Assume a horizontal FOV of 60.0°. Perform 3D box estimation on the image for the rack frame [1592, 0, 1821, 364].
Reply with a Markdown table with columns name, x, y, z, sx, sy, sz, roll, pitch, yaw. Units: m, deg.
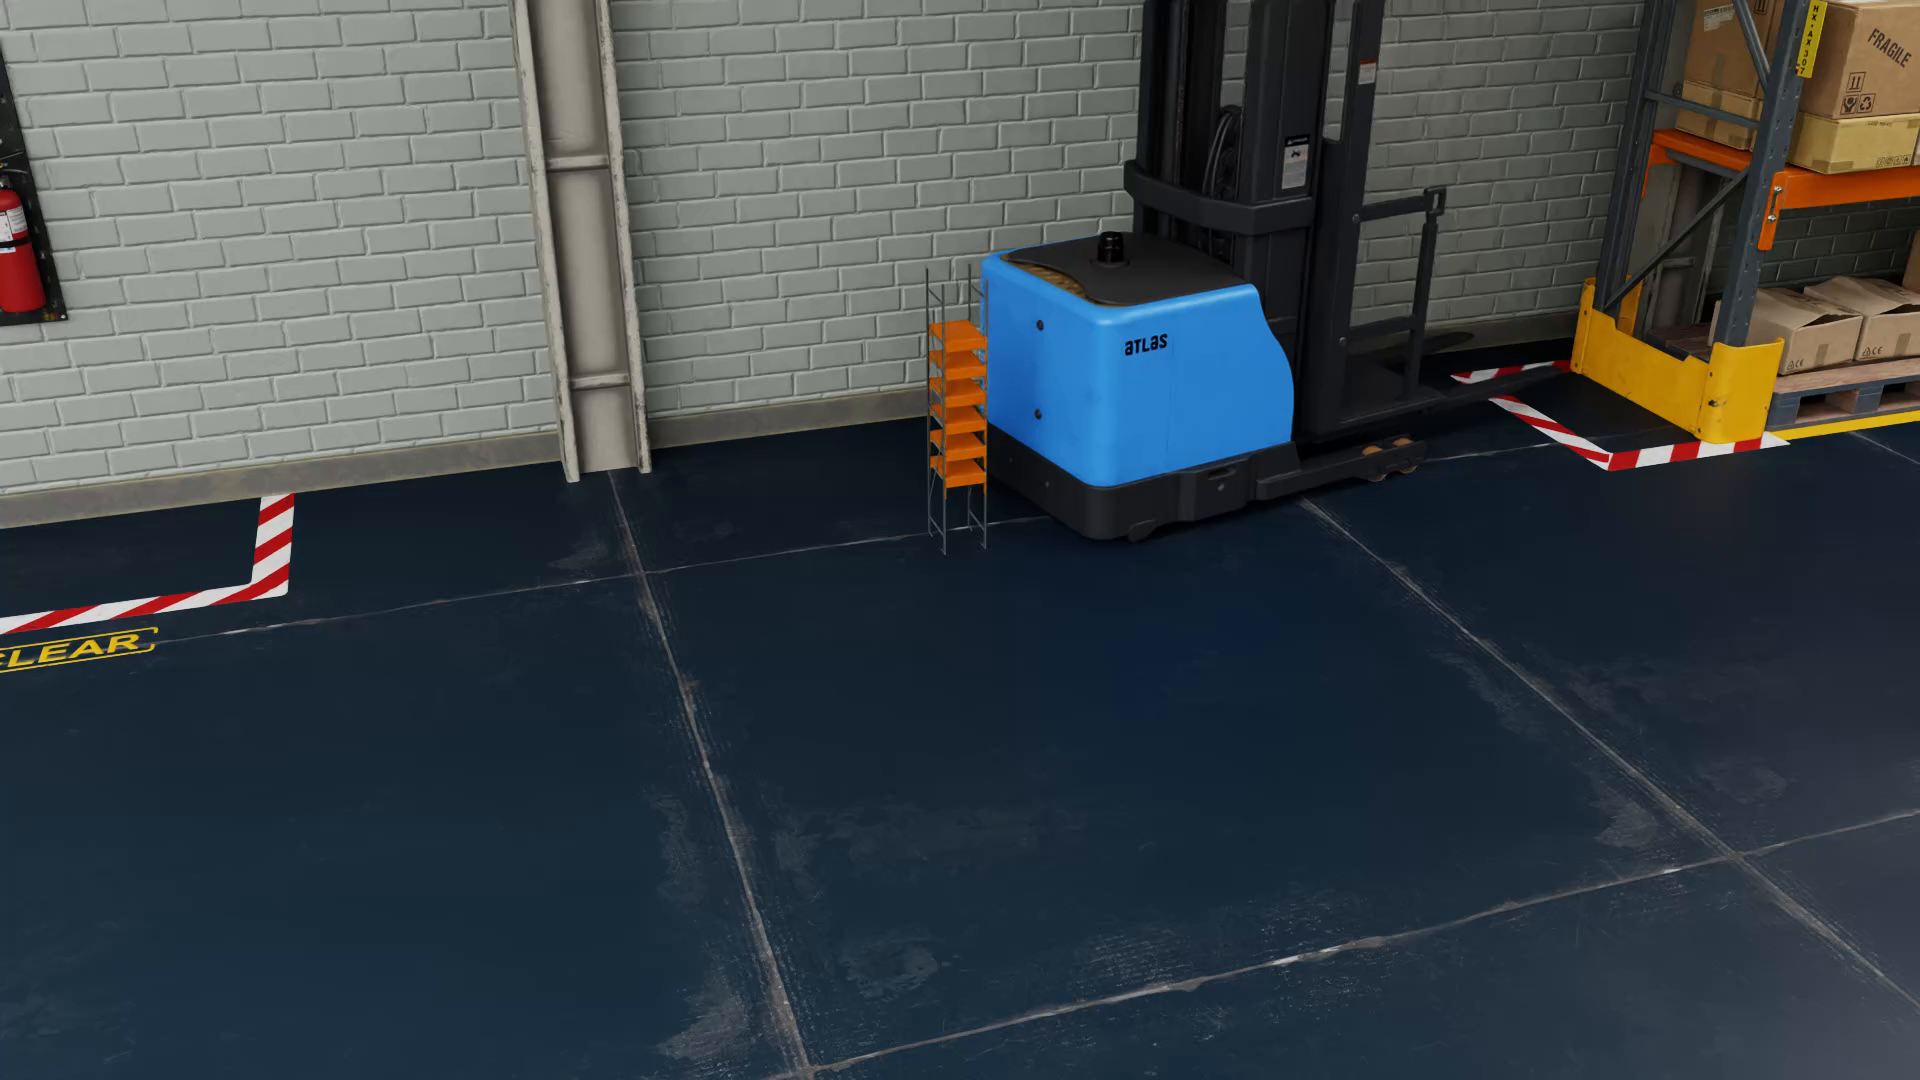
| name | x | y | z | sx | sy | sz | roll | pitch | yaw |
| --- | --- | --- | --- | --- | --- | --- | --- | --- | --- |
| rack frame | 3.610 | -2.069 | 8.044 | 0.127 | 3.000 | 1.000 | -8 | 28 | -16 |

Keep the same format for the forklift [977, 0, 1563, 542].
| name | x | y | z | sx | sy | sz | roll | pitch | yaw |
| --- | --- | --- | --- | --- | --- | --- | --- | --- | --- |
| forklift | 1.612 | -1.772 | 7.523 | 3.031 | 2.935 | 1.130 | -15 | 30 | -27 |

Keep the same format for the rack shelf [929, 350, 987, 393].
| name | x | y | z | sx | sy | sz | roll | pitch | yaw |
| --- | --- | --- | --- | --- | --- | --- | --- | --- | --- |
| rack shelf | -0.014 | -0.711 | 6.892 | 0.180 | 0.103 | 0.258 | -8 | 28 | -16 |

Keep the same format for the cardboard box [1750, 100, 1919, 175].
| name | x | y | z | sx | sy | sz | roll | pitch | yaw |
| --- | --- | --- | --- | --- | --- | --- | --- | --- | --- |
| cardboard box | 4.173 | -1.944 | 7.938 | 0.500 | 0.250 | 0.500 | -9 | 28 | -18 |

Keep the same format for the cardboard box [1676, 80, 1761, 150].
| name | x | y | z | sx | sy | sz | roll | pitch | yaw |
| --- | --- | --- | --- | --- | --- | --- | --- | --- | --- |
| cardboard box | 3.995 | -2.157 | 8.368 | 0.500 | 0.250 | 0.500 | -8 | 27 | -15 |

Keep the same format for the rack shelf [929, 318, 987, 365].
| name | x | y | z | sx | sy | sz | roll | pitch | yaw |
| --- | --- | --- | --- | --- | --- | --- | --- | --- | --- |
| rack shelf | -0.014 | -0.818 | 6.839 | 0.180 | 0.103 | 0.258 | -8 | 28 | -16 |

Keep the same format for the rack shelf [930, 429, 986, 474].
| name | x | y | z | sx | sy | sz | roll | pitch | yaw |
| --- | --- | --- | --- | --- | --- | --- | --- | --- | --- |
| rack shelf | -0.014 | -0.388 | 7.052 | 0.180 | 0.103 | 0.258 | -8 | 28 | -16 |

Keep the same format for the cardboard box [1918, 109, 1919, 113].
| name | x | y | z | sx | sy | sz | roll | pitch | yaw |
| --- | --- | --- | --- | --- | --- | --- | --- | --- | --- |
| cardboard box | 4.630 | -2.349 | 7.911 | 0.500 | 0.500 | 0.500 | -8 | 28 | -16 |

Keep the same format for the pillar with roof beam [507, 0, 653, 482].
| name | x | y | z | sx | sy | sz | roll | pitch | yaw |
| --- | --- | --- | --- | --- | --- | --- | --- | --- | --- |
| pillar with roof beam | -0.364 | -2.572 | 2.310 | 0.400 | 9.000 | 9.100 | -8 | 28 | -16 |

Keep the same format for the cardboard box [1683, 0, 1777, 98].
| name | x | y | z | sx | sy | sz | roll | pitch | yaw |
| --- | --- | --- | --- | --- | --- | --- | --- | --- | --- |
| cardboard box | 3.993 | -2.501 | 8.218 | 0.500 | 0.500 | 0.500 | -9 | 28 | -17 |

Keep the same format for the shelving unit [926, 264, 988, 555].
| name | x | y | z | sx | sy | sz | roll | pitch | yaw |
| --- | --- | --- | --- | --- | --- | --- | --- | --- | --- |
| shelving unit | -0.014 | -0.535 | 6.979 | 0.189 | 1.200 | 0.258 | -8 | 28 | -16 |

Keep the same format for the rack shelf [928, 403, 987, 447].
| name | x | y | z | sx | sy | sz | roll | pitch | yaw |
| --- | --- | --- | --- | --- | --- | --- | --- | --- | --- |
| rack shelf | -0.014 | -0.496 | 6.999 | 0.180 | 0.103 | 0.258 | -8 | 28 | -16 |

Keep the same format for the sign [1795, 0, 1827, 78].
| name | x | y | z | sx | sy | sz | roll | pitch | yaw |
| --- | --- | --- | --- | --- | --- | --- | --- | --- | --- |
| sign | 3.779 | -2.227 | 7.390 | 0.005 | 0.325 | 0.100 | -8 | 28 | -16 |

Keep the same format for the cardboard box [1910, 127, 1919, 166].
| name | x | y | z | sx | sy | sz | roll | pitch | yaw |
| --- | --- | --- | --- | --- | --- | --- | --- | --- | --- |
| cardboard box | 4.662 | -2.021 | 8.094 | 0.500 | 0.250 | 0.500 | -9 | 28 | -18 |

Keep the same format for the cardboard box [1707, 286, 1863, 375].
| name | x | y | z | sx | sy | sz | roll | pitch | yaw |
| --- | --- | --- | --- | --- | --- | --- | --- | --- | --- |
| cardboard box | 4.296 | -1.119 | 8.660 | 0.500 | 0.311 | 0.500 | -12 | 29 | -22 |

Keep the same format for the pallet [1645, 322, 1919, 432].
| name | x | y | z | sx | sy | sz | roll | pitch | yaw |
| --- | --- | --- | --- | --- | --- | --- | --- | --- | --- |
| pallet | 4.466 | -0.927 | 8.881 | 1.213 | 0.211 | 1.003 | -8 | 28 | -16 |

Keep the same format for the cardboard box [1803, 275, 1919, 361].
| name | x | y | z | sx | sy | sz | roll | pitch | yaw |
| --- | --- | --- | --- | --- | --- | --- | --- | --- | --- |
| cardboard box | 4.838 | -1.197 | 8.818 | 0.500 | 0.311 | 0.500 | -6 | 27 | -12 |

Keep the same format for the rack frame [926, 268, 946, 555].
| name | x | y | z | sx | sy | sz | roll | pitch | yaw |
| --- | --- | --- | --- | --- | --- | --- | --- | --- | --- |
| rack frame | -0.101 | -0.523 | 6.954 | 0.006 | 1.200 | 0.240 | -8 | 28 | -16 |

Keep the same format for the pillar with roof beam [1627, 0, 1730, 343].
| name | x | y | z | sx | sy | sz | roll | pitch | yaw |
| --- | --- | --- | --- | --- | --- | --- | --- | --- | --- |
| pillar with roof beam | 5.341 | -3.398 | 3.975 | 0.400 | 9.000 | 9.100 | -8 | 28 | -16 |

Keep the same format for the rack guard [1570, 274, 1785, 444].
| name | x | y | z | sx | sy | sz | roll | pitch | yaw |
| --- | --- | --- | --- | --- | --- | --- | --- | --- | --- |
| rack guard | 3.683 | -0.960 | 8.621 | 0.348 | 0.500 | 1.175 | -8 | 28 | -16 |

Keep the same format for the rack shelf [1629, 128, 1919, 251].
| name | x | y | z | sx | sy | sz | roll | pitch | yaw |
| --- | --- | --- | --- | --- | --- | --- | --- | --- | --- |
| rack shelf | 5.512 | -2.022 | 8.759 | 4.000 | 0.370 | 1.077 | -8 | 28 | -16 |

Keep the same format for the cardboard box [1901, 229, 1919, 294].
| name | x | y | z | sx | sy | sz | roll | pitch | yaw |
| --- | --- | --- | --- | --- | --- | --- | --- | --- | --- |
| cardboard box | 5.551 | -1.362 | 8.937 | 0.500 | 0.500 | 0.700 | -10 | 28 | -19 |

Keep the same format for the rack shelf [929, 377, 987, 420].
| name | x | y | z | sx | sy | sz | roll | pitch | yaw |
| --- | --- | --- | --- | --- | --- | --- | --- | --- | --- |
| rack shelf | -0.014 | -0.603 | 6.946 | 0.180 | 0.103 | 0.258 | -8 | 28 | -16 |

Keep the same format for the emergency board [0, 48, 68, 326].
| name | x | y | z | sx | sy | sz | roll | pitch | yaw |
| --- | --- | --- | --- | --- | --- | --- | --- | --- | --- |
| emergency board | -4.058 | -1.381 | 6.658 | 0.643 | 1.169 | 0.194 | -8 | 28 | -16 |

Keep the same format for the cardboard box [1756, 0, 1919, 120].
| name | x | y | z | sx | sy | sz | roll | pitch | yaw |
| --- | --- | --- | --- | --- | --- | --- | --- | --- | --- |
| cardboard box | 4.157 | -2.285 | 7.783 | 0.500 | 0.500 | 0.500 | -8 | 28 | -16 |

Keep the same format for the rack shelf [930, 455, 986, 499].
| name | x | y | z | sx | sy | sz | roll | pitch | yaw |
| --- | --- | --- | --- | --- | --- | --- | --- | --- | --- |
| rack shelf | -0.014 | -0.281 | 7.106 | 0.180 | 0.103 | 0.258 | -8 | 28 | -16 |

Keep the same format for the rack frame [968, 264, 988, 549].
| name | x | y | z | sx | sy | sz | roll | pitch | yaw |
| --- | --- | --- | --- | --- | --- | --- | --- | --- | --- |
| rack frame | 0.073 | -0.548 | 7.005 | 0.006 | 1.200 | 0.240 | -8 | 28 | -16 |
